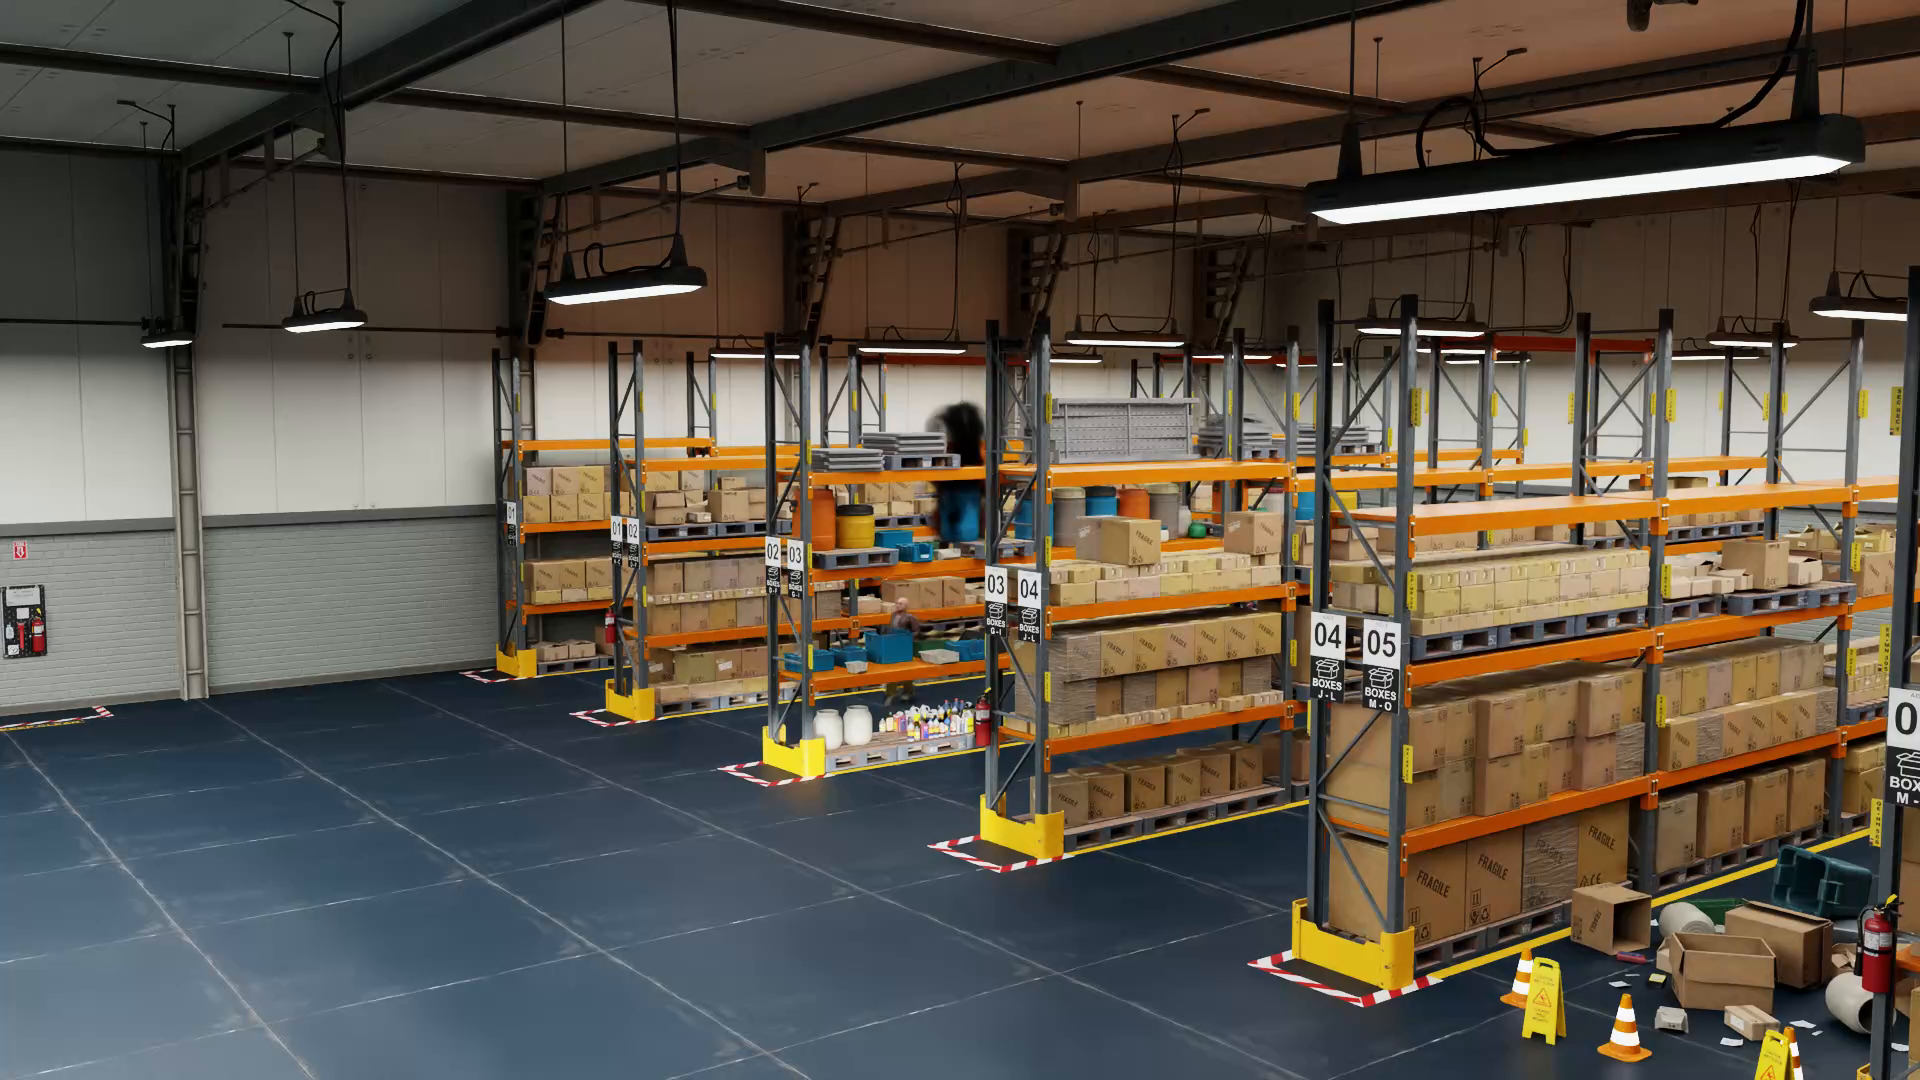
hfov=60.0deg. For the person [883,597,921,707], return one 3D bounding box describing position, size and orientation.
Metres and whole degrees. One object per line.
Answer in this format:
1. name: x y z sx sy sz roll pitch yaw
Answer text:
1. person: -0.937 1.871 27.650 0.741 1.859 0.702 4 6 38
